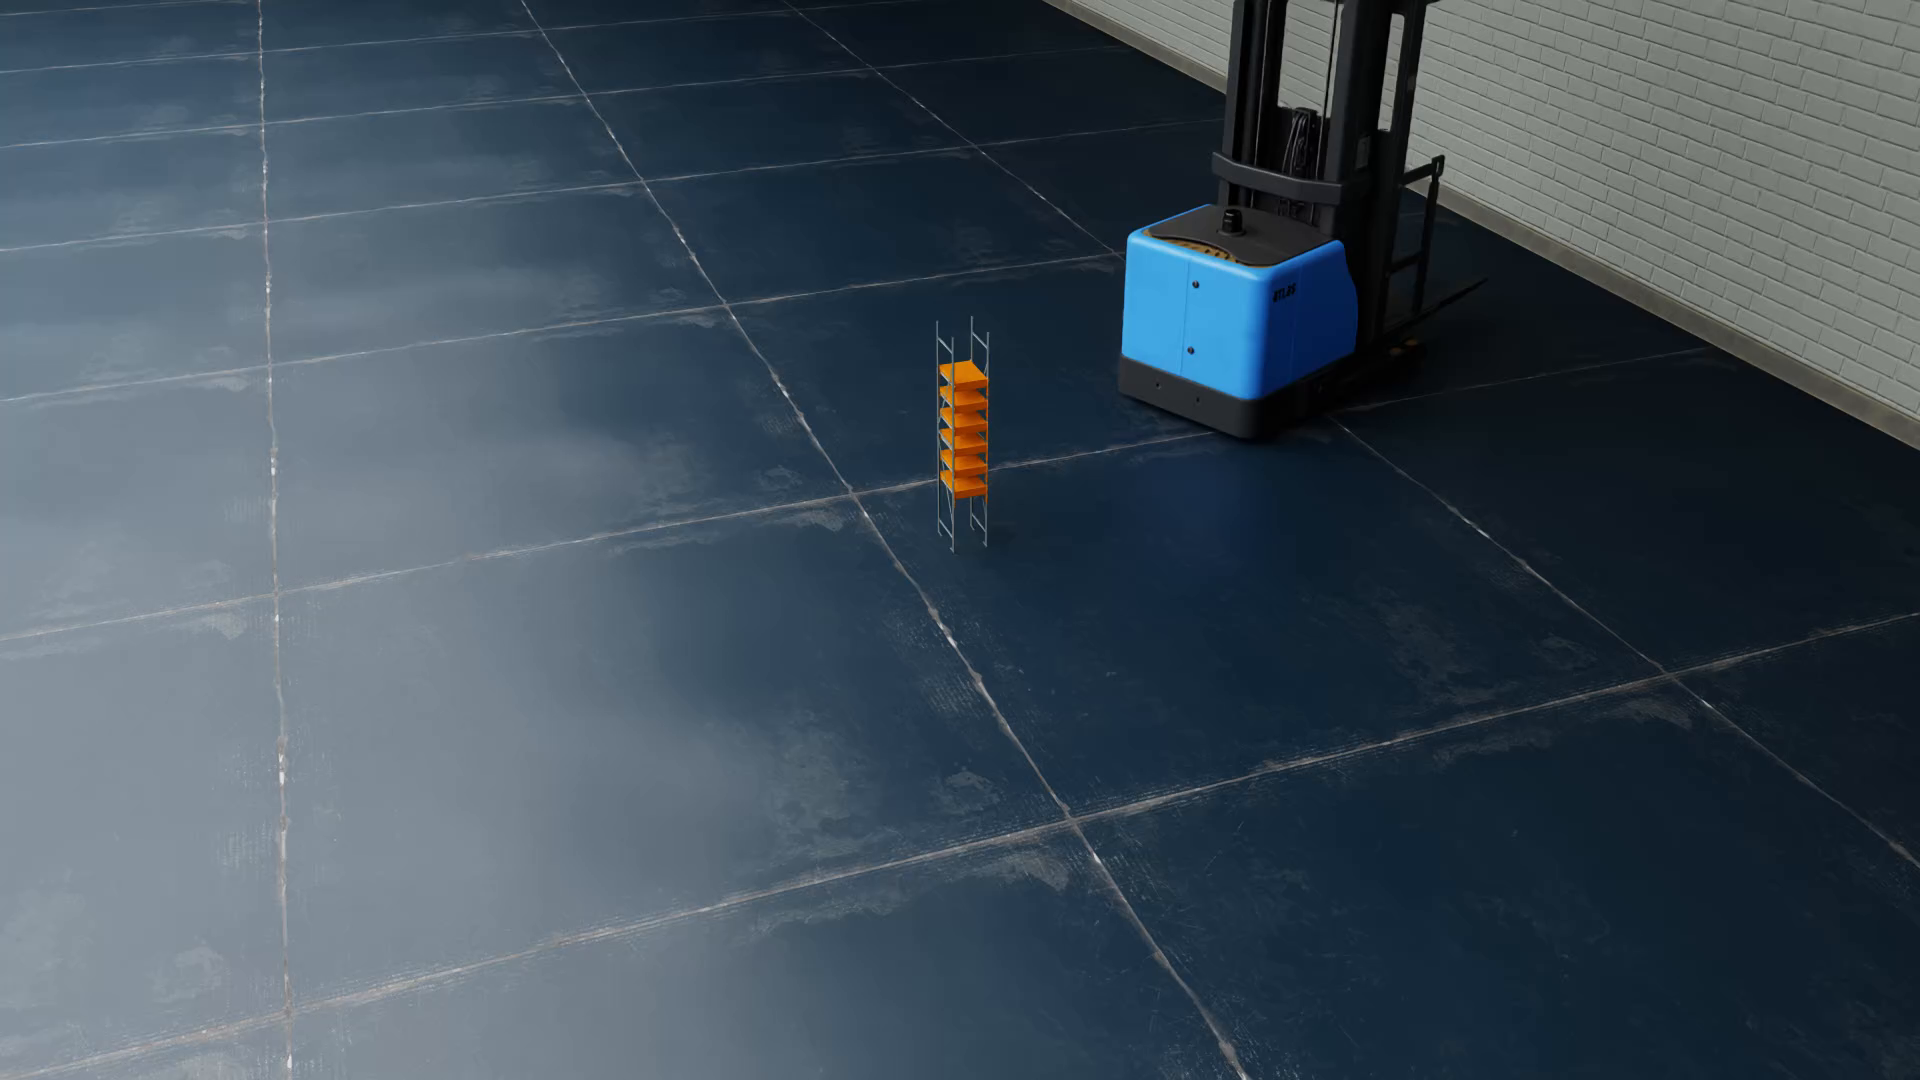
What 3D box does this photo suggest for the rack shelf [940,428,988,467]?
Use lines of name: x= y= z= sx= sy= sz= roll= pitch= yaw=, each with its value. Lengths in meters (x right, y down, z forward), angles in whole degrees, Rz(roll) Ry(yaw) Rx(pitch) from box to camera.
rack shelf: x=0.014 y=-0.485 z=8.479 sx=0.180 sy=0.103 sz=0.258 roll=-10 pitch=31 yaw=-18

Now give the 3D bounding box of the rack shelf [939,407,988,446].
rack shelf: x=0.014 y=-0.589 z=8.420 sx=0.180 sy=0.103 sz=0.258 roll=-10 pitch=31 yaw=-18

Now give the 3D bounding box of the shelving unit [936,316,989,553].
shelving unit: x=0.014 y=-0.524 z=8.457 sx=0.189 sy=1.200 sz=0.258 roll=-10 pitch=31 yaw=-18

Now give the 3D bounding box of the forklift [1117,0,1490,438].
forklift: x=2.364 y=-2.493 z=10.165 sx=1.130 sy=2.935 sz=3.031 roll=26 pitch=39 yaw=38

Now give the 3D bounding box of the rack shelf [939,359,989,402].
rack shelf: x=0.014 y=-0.798 z=8.301 sx=0.180 sy=0.103 sz=0.258 roll=-10 pitch=31 yaw=-18

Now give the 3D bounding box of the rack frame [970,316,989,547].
rack frame: x=0.099 y=-0.540 z=8.485 sx=0.006 sy=1.200 sz=0.240 roll=-10 pitch=31 yaw=-18

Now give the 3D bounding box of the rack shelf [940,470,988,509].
rack shelf: x=0.014 y=-0.277 z=8.598 sx=0.180 sy=0.103 sz=0.258 roll=-10 pitch=31 yaw=-18

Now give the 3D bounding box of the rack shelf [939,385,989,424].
rack shelf: x=0.014 y=-0.694 z=8.361 sx=0.180 sy=0.103 sz=0.258 roll=-10 pitch=31 yaw=-18

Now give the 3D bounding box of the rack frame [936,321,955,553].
rack frame: x=-0.072 y=-0.508 z=8.430 sx=0.006 sy=1.200 sz=0.240 roll=-10 pitch=31 yaw=-18

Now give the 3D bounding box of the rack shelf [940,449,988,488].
rack shelf: x=0.014 y=-0.381 z=8.539 sx=0.180 sy=0.103 sz=0.258 roll=-10 pitch=31 yaw=-18
